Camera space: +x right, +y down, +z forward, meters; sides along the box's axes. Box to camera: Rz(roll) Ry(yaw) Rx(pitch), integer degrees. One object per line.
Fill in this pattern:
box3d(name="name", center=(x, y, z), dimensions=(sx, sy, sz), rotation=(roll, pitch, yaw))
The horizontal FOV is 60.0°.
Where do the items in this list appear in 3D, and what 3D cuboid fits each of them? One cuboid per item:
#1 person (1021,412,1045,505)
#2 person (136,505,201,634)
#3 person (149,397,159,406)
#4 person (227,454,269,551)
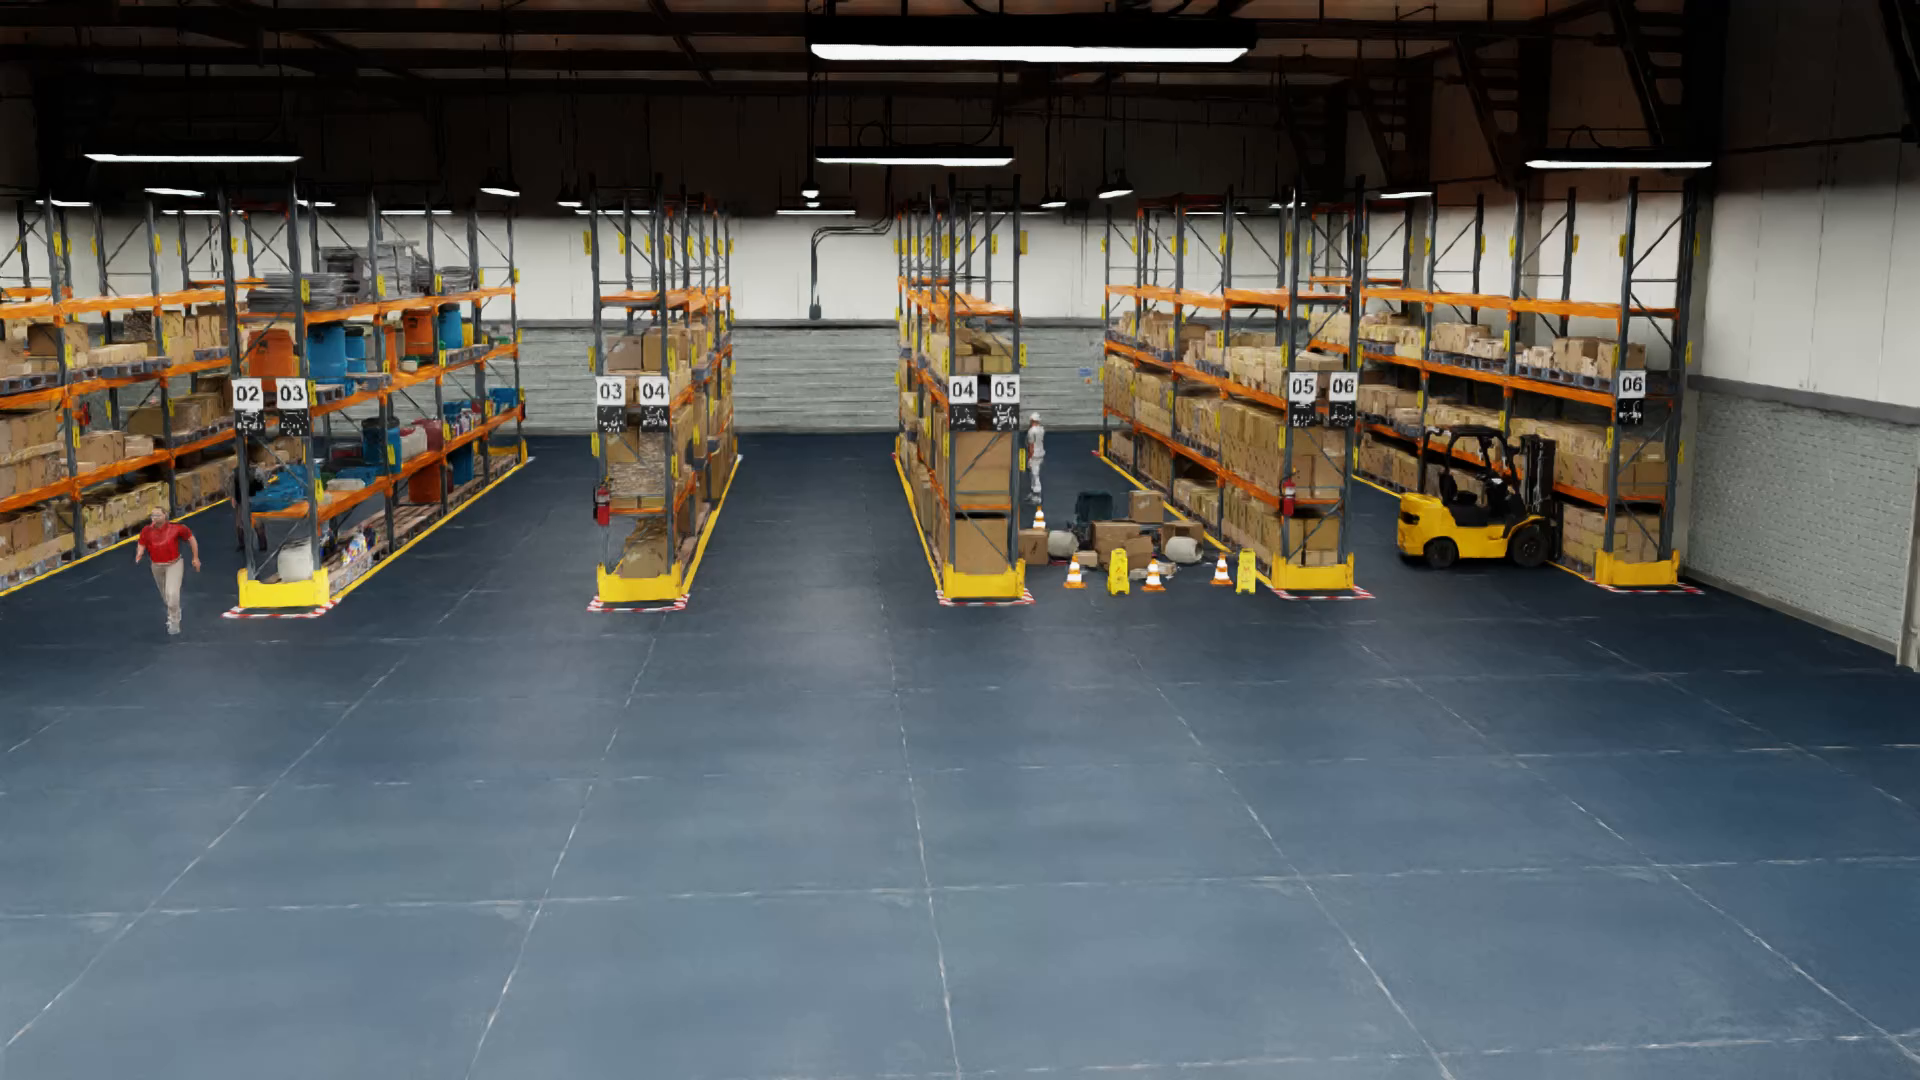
box3d(name="person", center=(1.407, -1.604, 32.554), dimensions=(0.489, 1.787, 0.608), rotation=(5, 11, 25))
box3d(name="person", center=(-10.463, 0.356, 21.924), dimensions=(0.686, 1.664, 0.867), rotation=(0, 10, 1))
box3d(name="person", center=(-17.783, -2.321, 36.887), dimensions=(0.729, 1.733, 0.546), rotation=(-1, 10, -6))
box3d(name="person", center=(-11.750, -0.629, 27.496), dimensions=(0.677, 1.674, 0.534), rotation=(-1, 10, -7))
